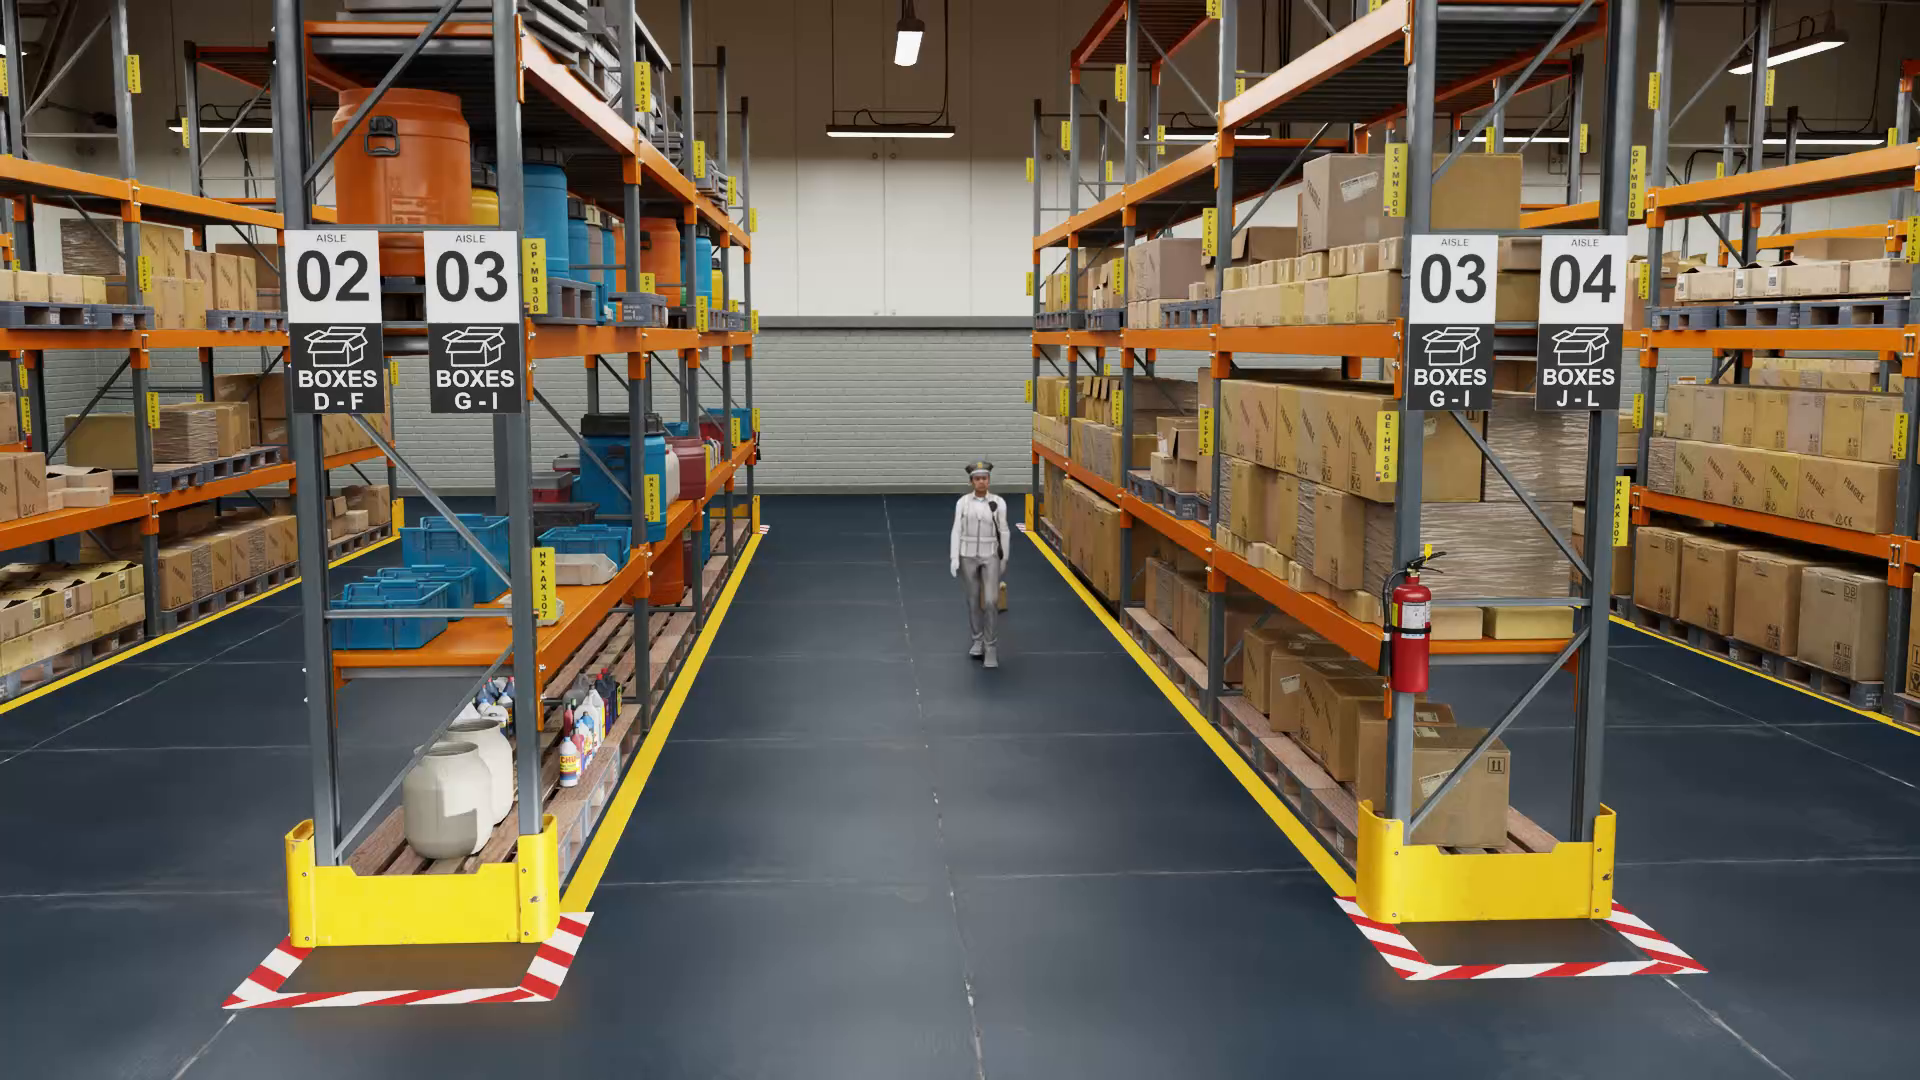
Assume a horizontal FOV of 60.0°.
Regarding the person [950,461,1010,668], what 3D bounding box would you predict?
[{"bbox_3d":[0.159,0.203,14.066,0.486,1.740,0.615,1,7,9],"label":"person"}]
